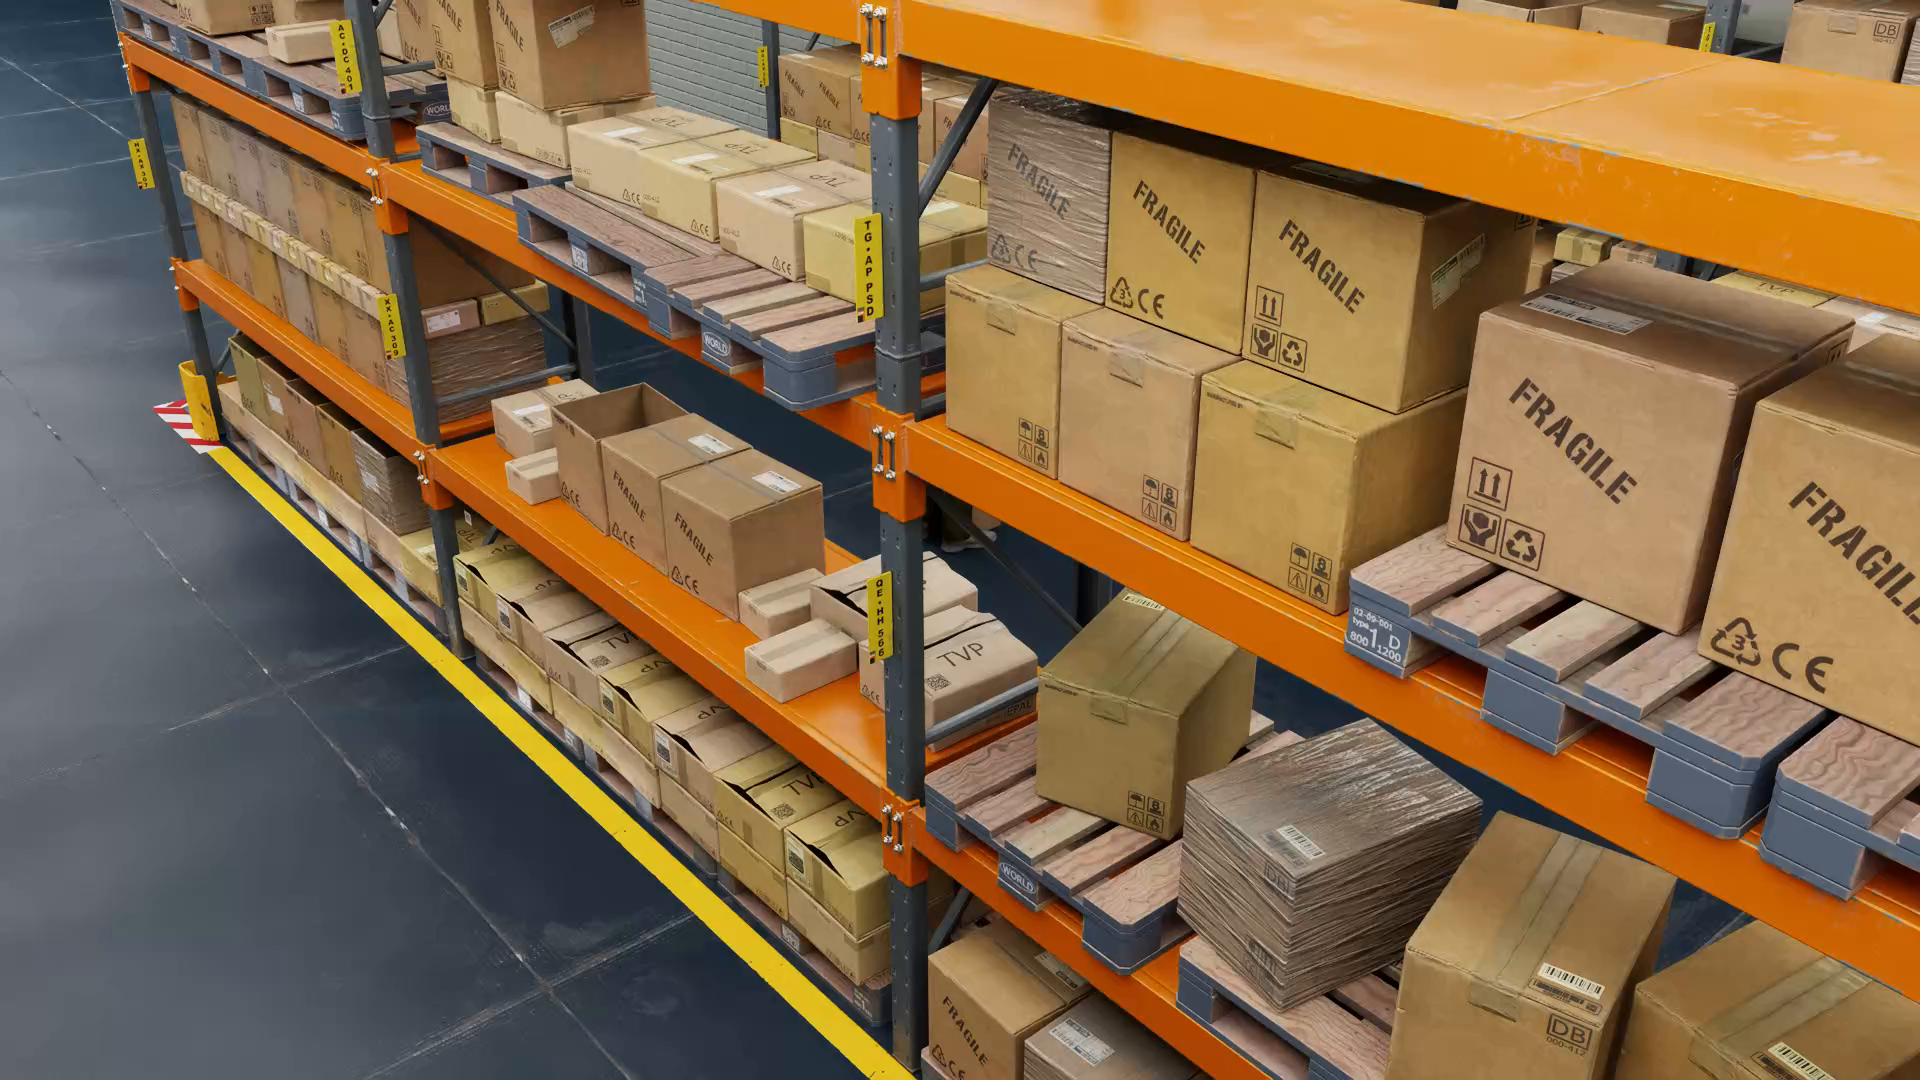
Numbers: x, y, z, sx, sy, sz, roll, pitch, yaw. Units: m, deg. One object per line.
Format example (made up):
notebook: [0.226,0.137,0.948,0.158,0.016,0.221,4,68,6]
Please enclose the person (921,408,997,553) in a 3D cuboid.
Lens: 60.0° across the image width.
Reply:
person: [-0.101,-0.727,10.212,0.415,1.591,0.655,-23,35,-36]
